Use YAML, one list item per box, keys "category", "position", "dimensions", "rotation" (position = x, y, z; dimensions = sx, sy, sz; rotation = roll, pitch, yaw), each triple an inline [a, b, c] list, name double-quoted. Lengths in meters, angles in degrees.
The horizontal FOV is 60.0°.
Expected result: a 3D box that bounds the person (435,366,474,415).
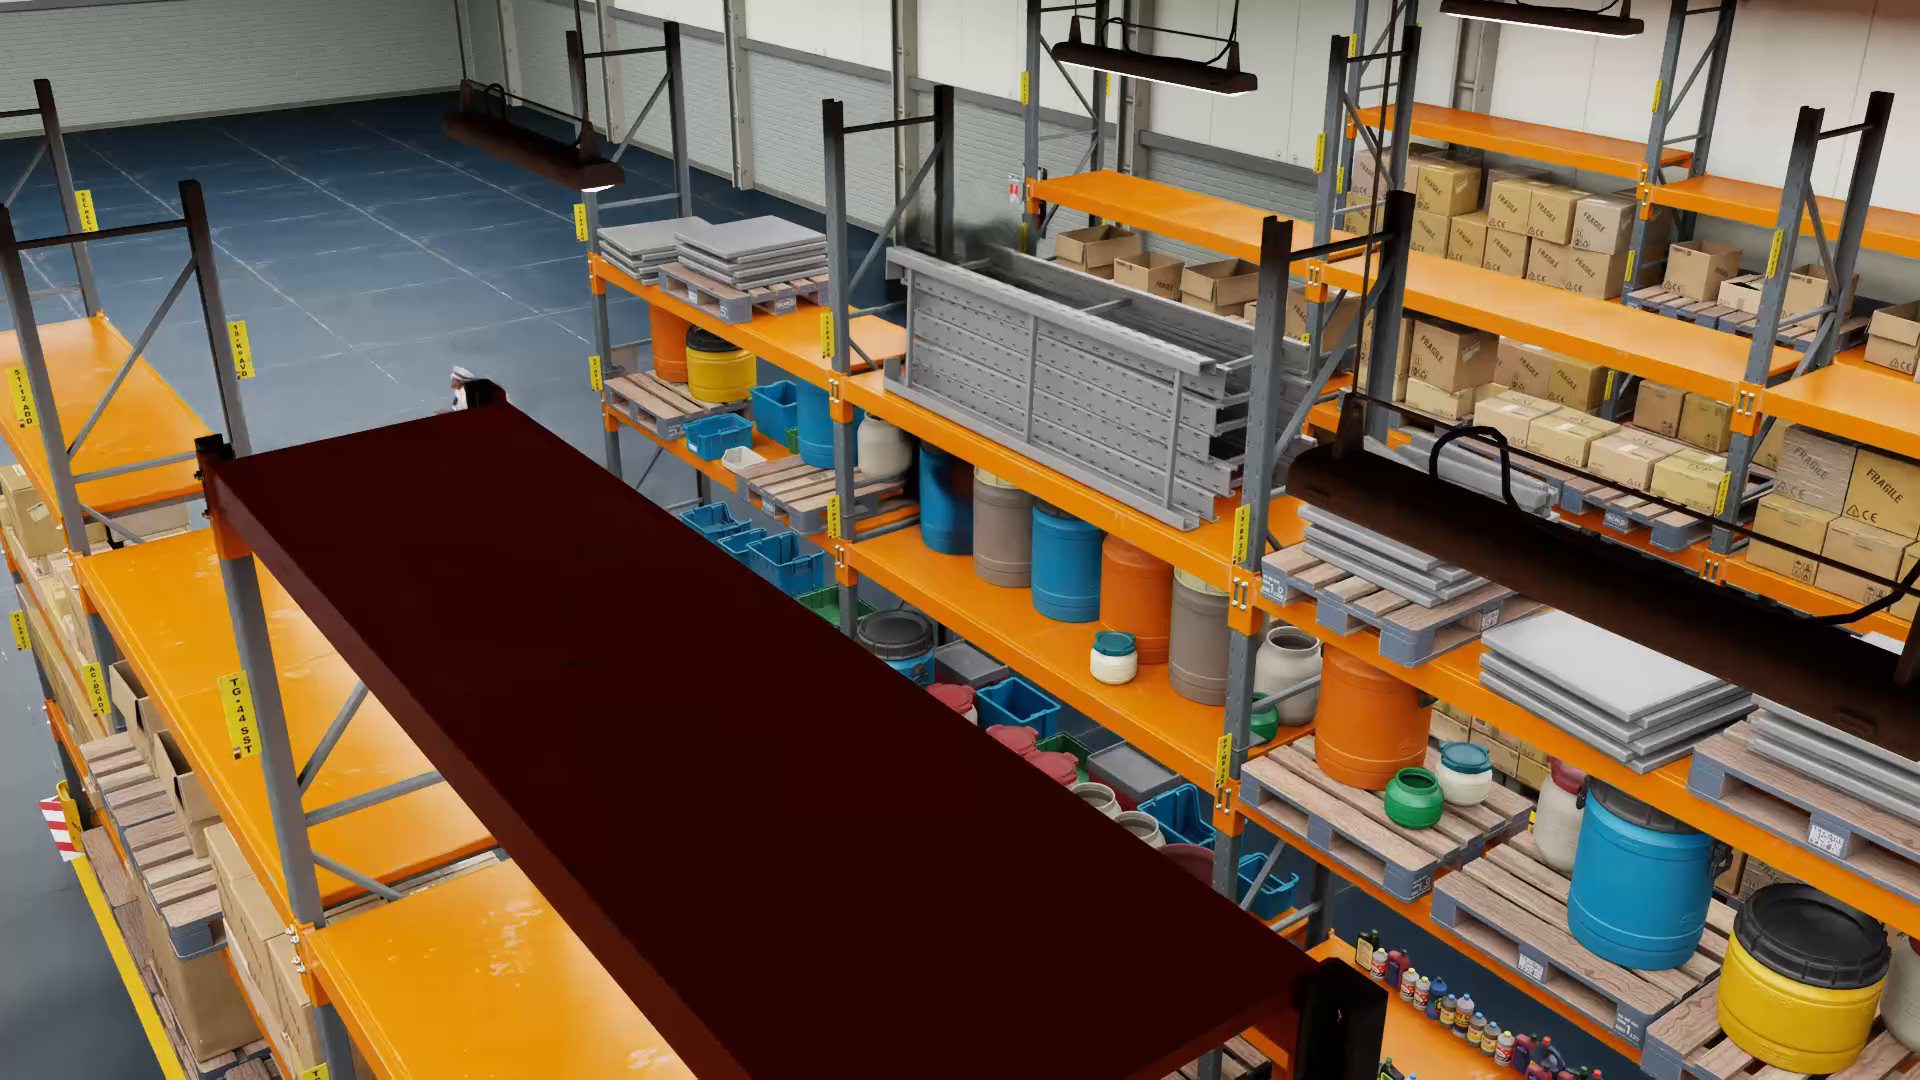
- category: "person"
  position: [-5.700, -1.212, 19.605]
  dimensions: [0.892, 1.746, 0.585]
  rotation: [-4, 25, -9]
